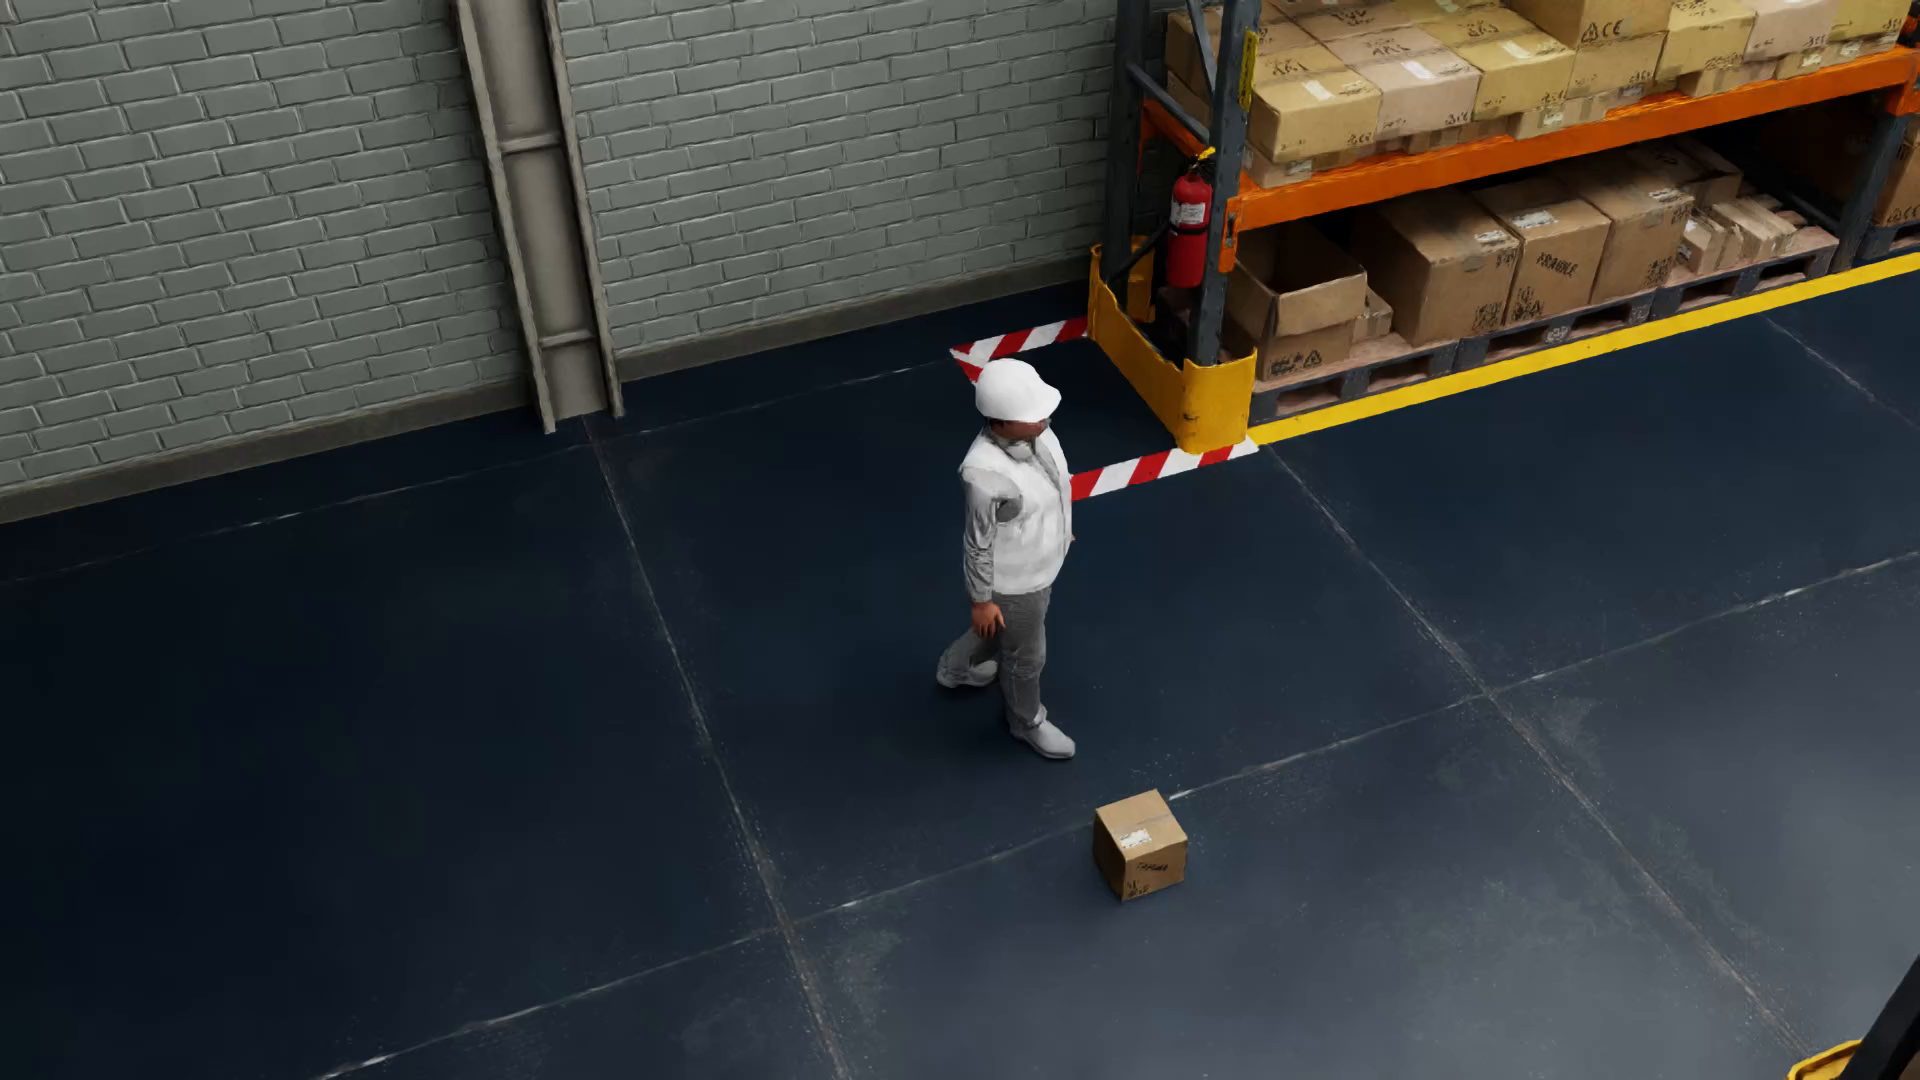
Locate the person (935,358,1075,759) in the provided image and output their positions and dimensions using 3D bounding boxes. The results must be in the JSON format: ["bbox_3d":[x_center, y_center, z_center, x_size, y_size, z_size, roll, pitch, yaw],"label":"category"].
[{"bbox_3d":[0.184,0.058,6.071,0.624,1.769,0.586,12,43,14],"label":"person"}]
